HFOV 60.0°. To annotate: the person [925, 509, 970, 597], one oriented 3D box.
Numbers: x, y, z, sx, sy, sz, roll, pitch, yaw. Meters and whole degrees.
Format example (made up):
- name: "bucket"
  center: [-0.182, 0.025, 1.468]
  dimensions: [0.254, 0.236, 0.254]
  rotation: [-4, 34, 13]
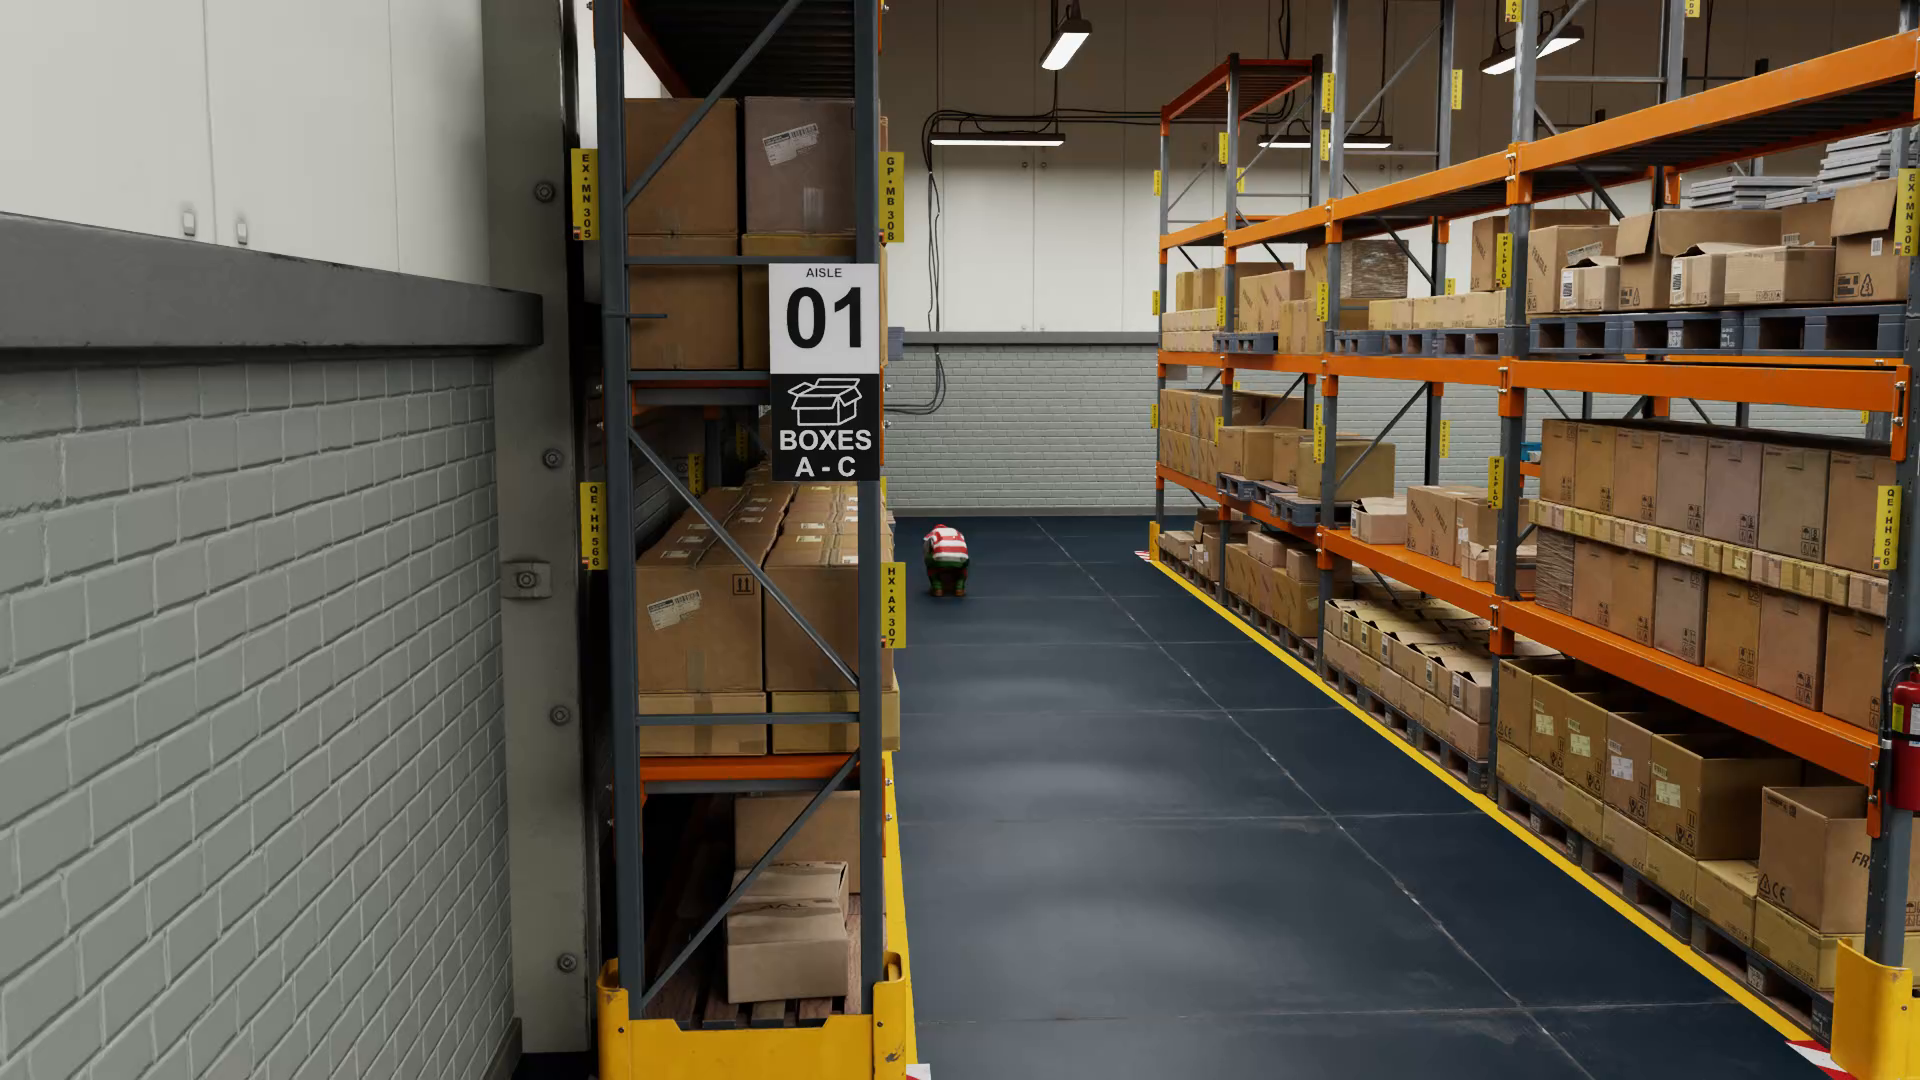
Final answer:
- name: "person"
  center: [-0.159, 0.115, 19.450]
  dimensions: [0.526, 1.010, 0.952]
  rotation: [-1, 7, -7]
